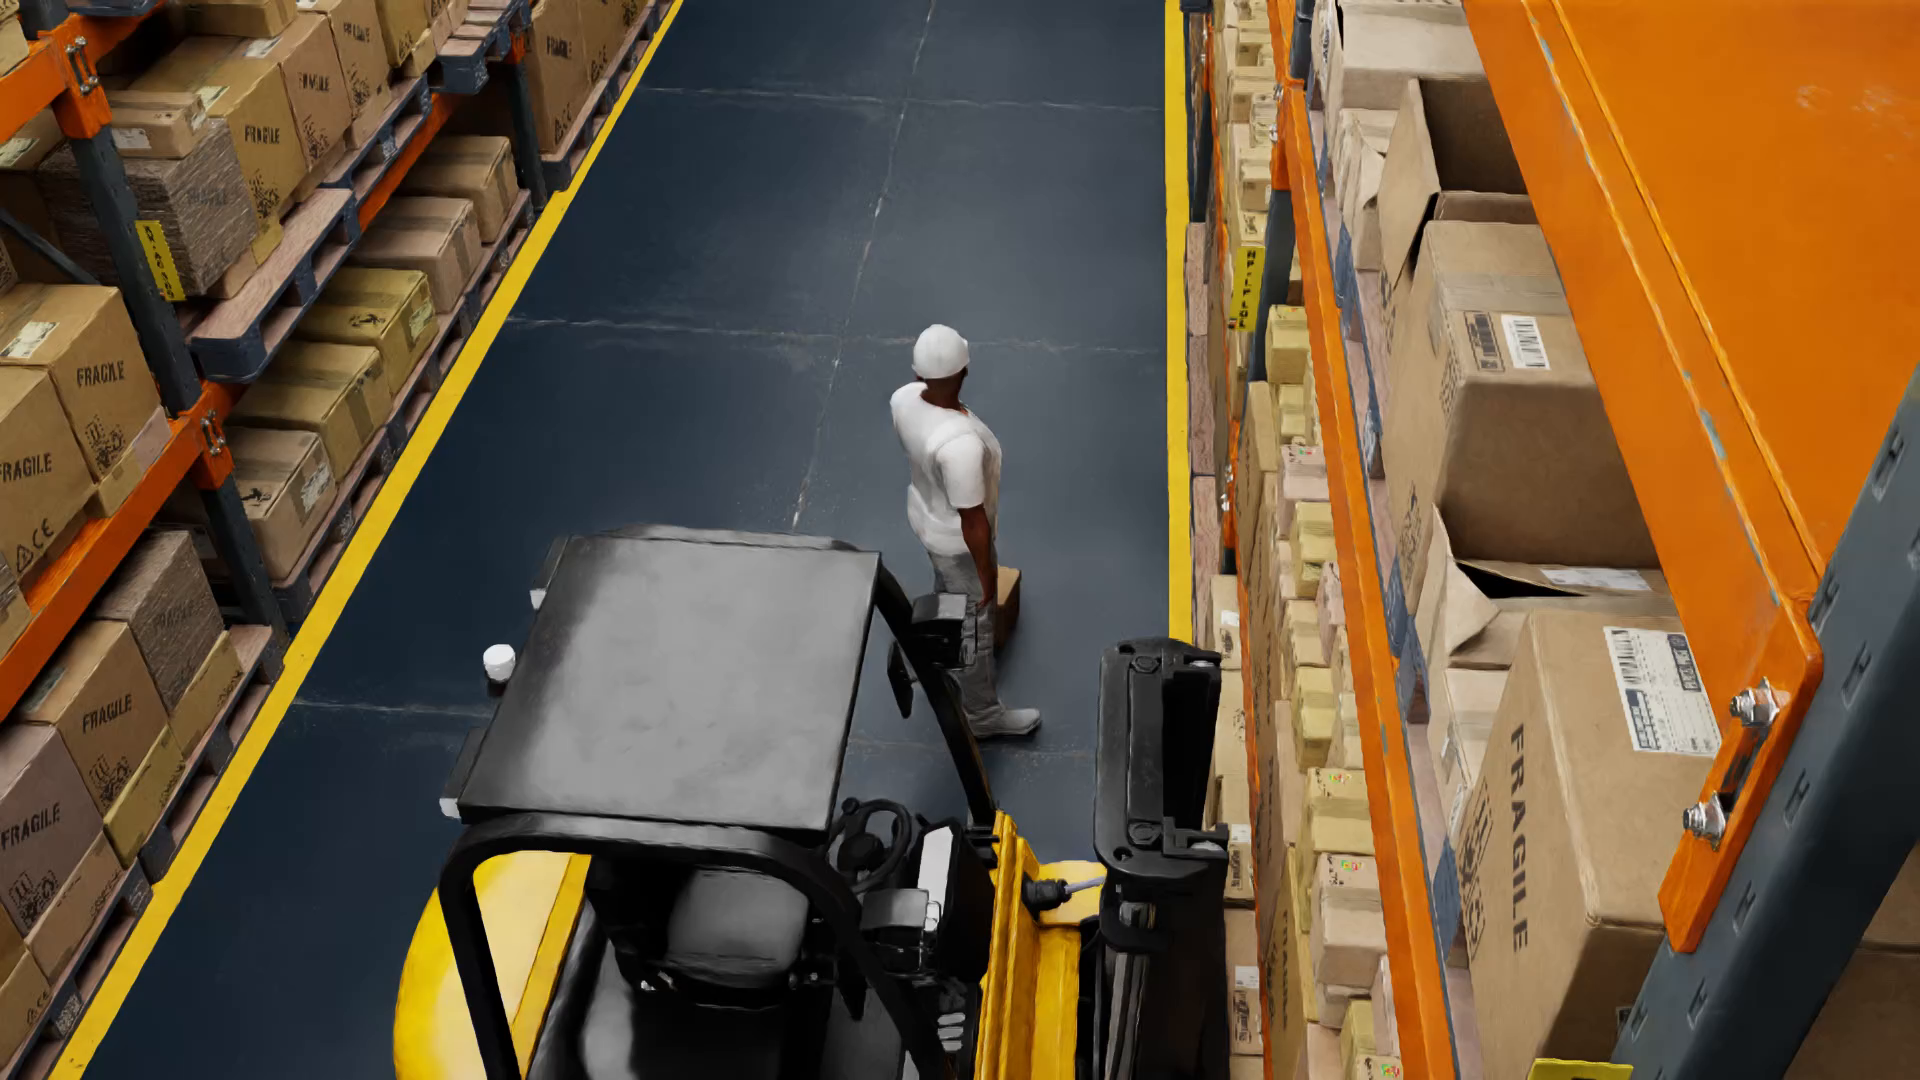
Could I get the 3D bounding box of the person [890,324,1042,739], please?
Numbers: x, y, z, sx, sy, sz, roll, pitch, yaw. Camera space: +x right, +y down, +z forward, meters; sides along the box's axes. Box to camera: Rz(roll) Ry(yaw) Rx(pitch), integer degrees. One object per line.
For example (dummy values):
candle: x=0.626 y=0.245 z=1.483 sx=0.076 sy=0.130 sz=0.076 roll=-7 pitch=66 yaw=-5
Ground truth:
person: x=0.029 y=-0.033 z=6.463 sx=0.476 sy=1.774 sz=0.666 roll=-12 pitch=41 yaw=-14
